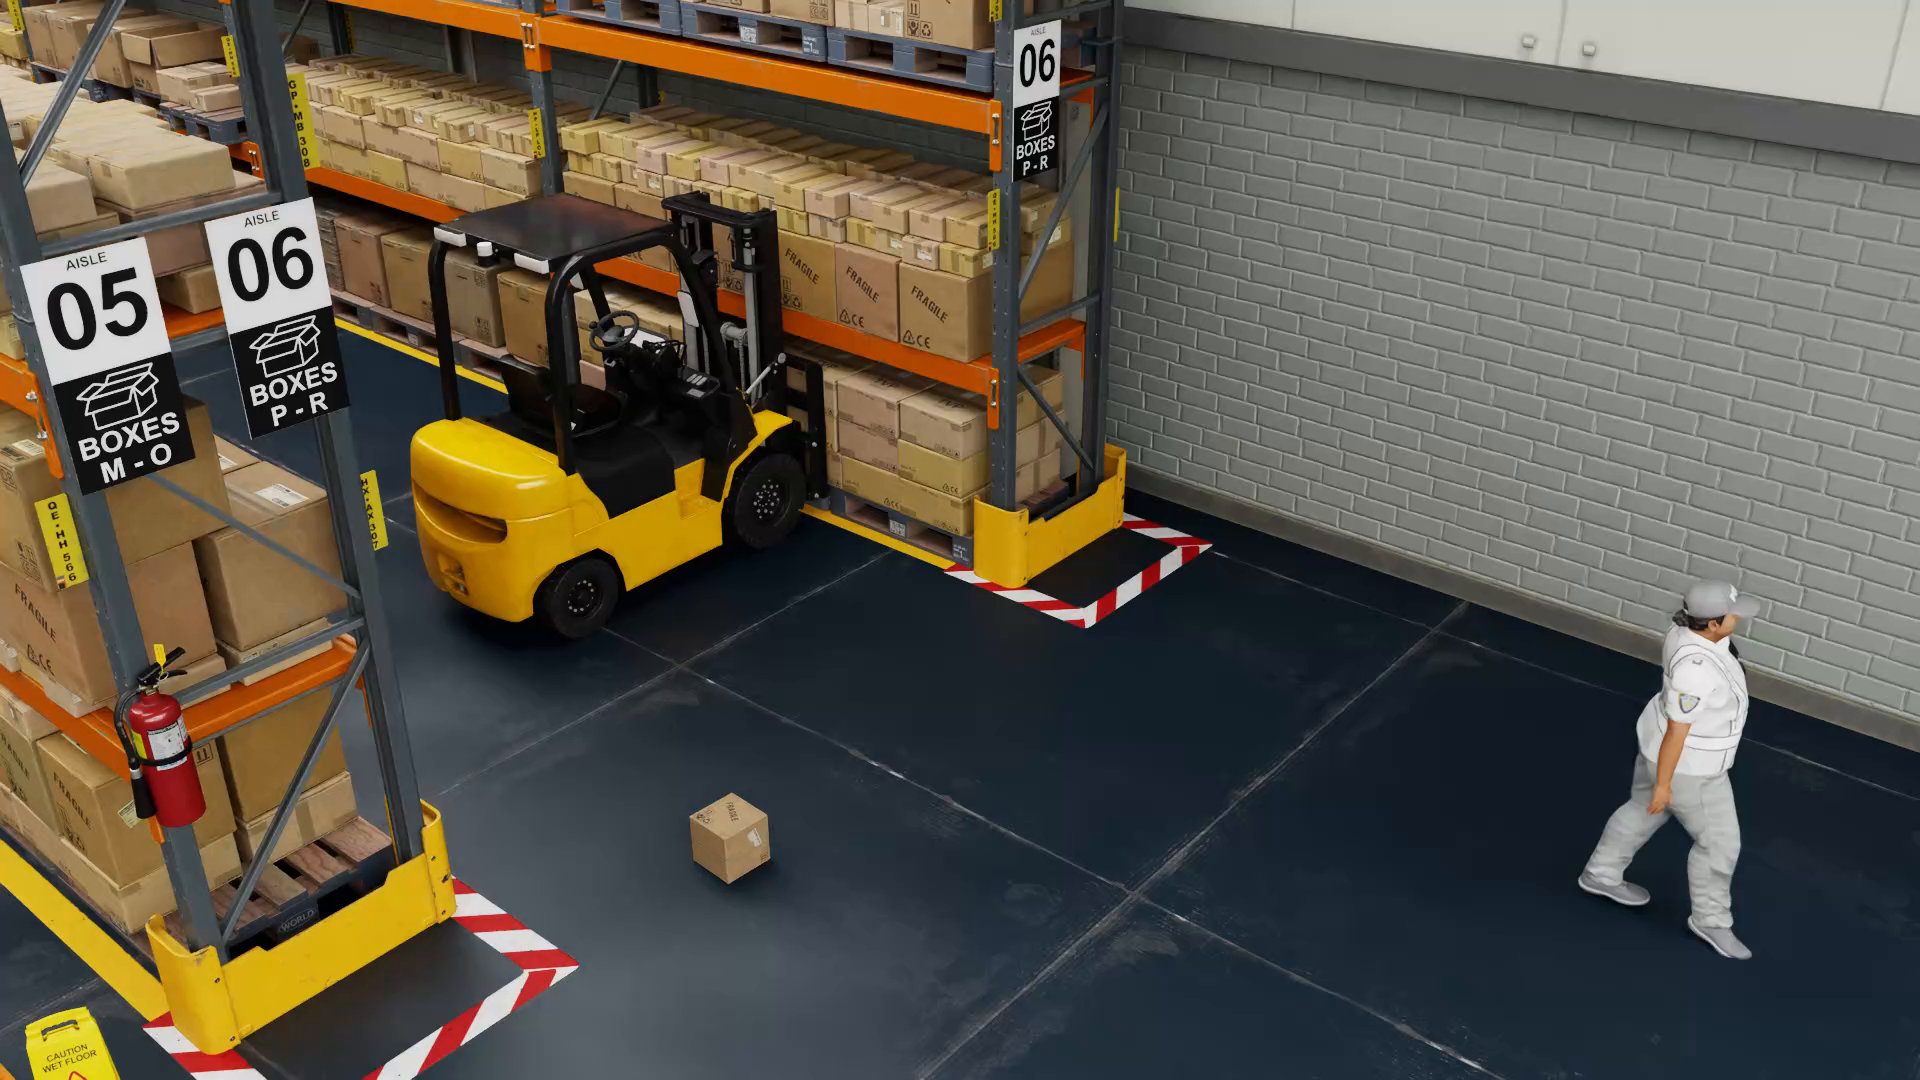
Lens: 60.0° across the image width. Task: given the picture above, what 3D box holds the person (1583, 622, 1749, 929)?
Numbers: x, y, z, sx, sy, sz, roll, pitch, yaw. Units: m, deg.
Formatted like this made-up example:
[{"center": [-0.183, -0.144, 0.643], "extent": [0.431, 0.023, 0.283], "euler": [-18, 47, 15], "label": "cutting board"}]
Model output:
[{"center": [3.016, 0.963, 6.909], "extent": [0.585, 1.332, 0.428], "euler": [7, 28, 13], "label": "person"}]
